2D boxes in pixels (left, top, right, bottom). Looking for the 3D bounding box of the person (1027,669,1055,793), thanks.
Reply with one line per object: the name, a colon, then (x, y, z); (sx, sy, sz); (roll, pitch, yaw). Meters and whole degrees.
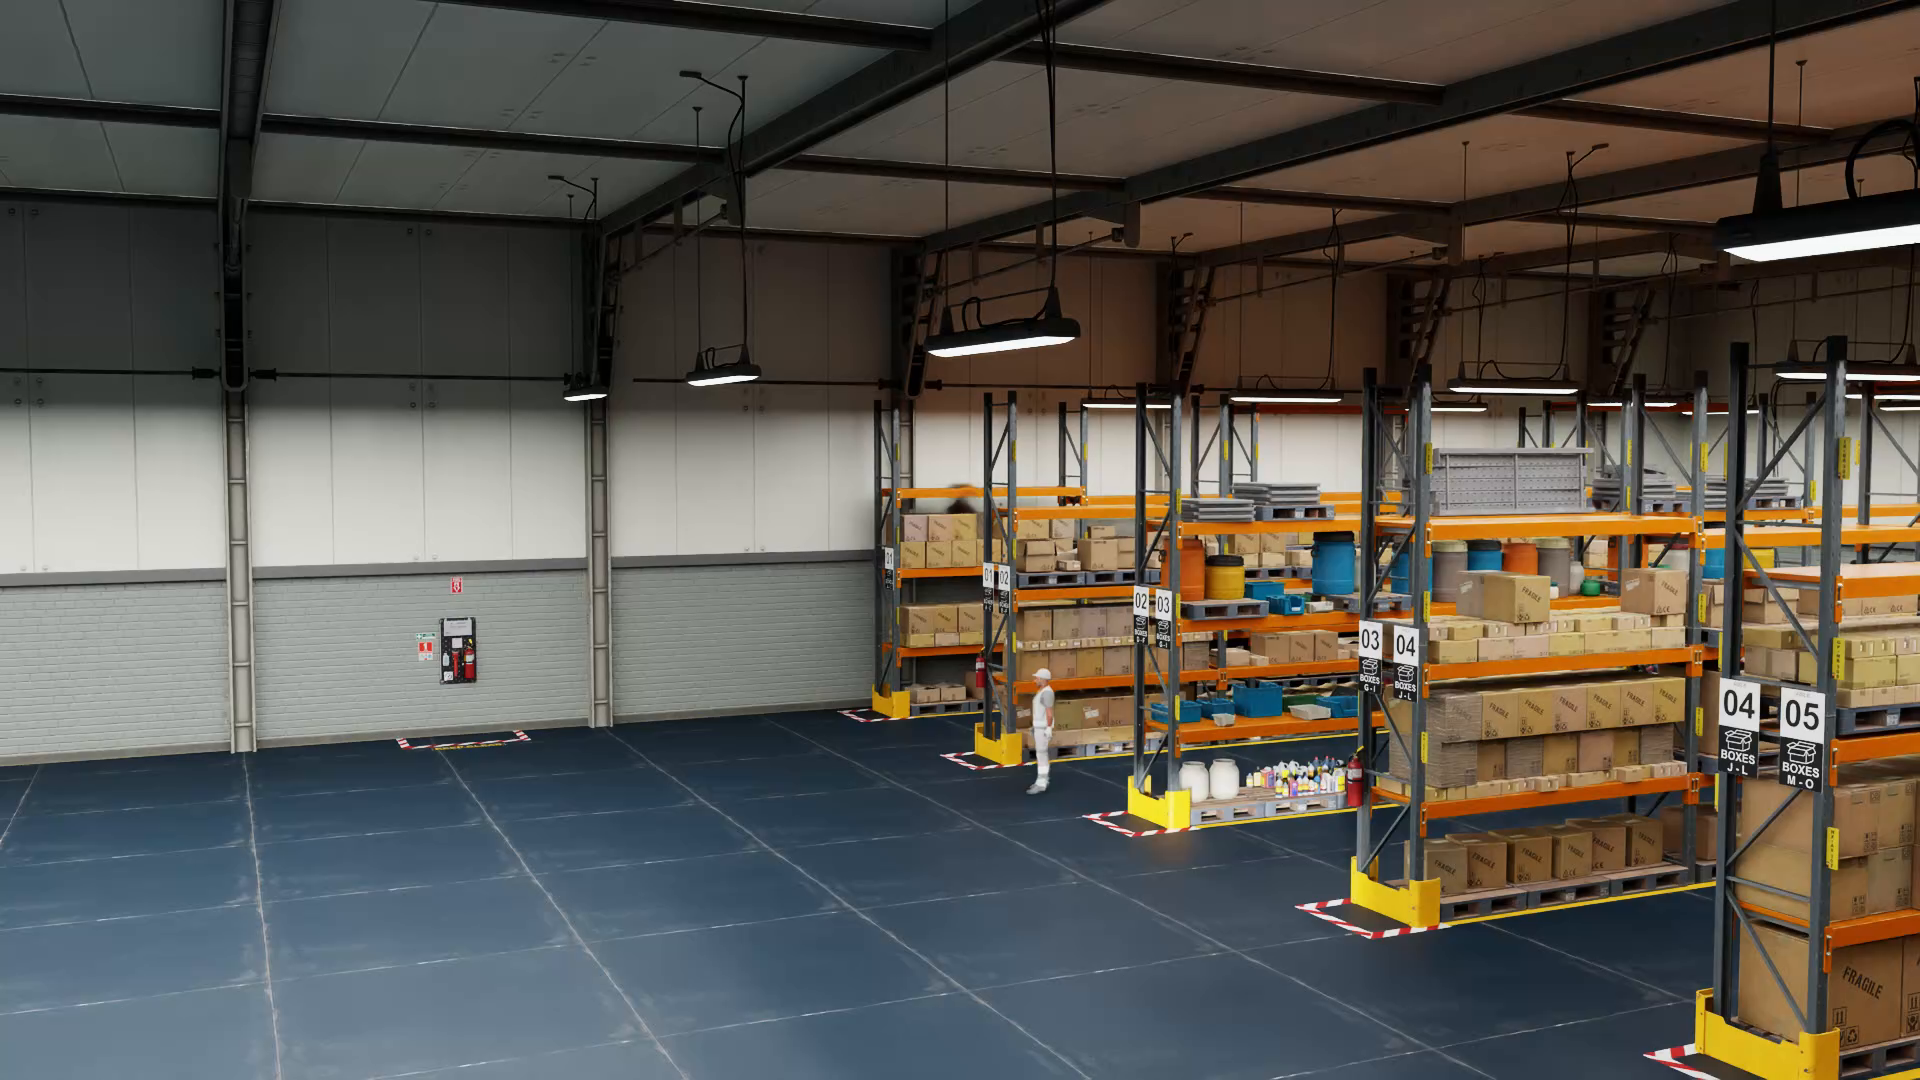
person: (1.177, 2.825, 24.776); (0.443, 1.802, 0.640); (0, 3, -6)
